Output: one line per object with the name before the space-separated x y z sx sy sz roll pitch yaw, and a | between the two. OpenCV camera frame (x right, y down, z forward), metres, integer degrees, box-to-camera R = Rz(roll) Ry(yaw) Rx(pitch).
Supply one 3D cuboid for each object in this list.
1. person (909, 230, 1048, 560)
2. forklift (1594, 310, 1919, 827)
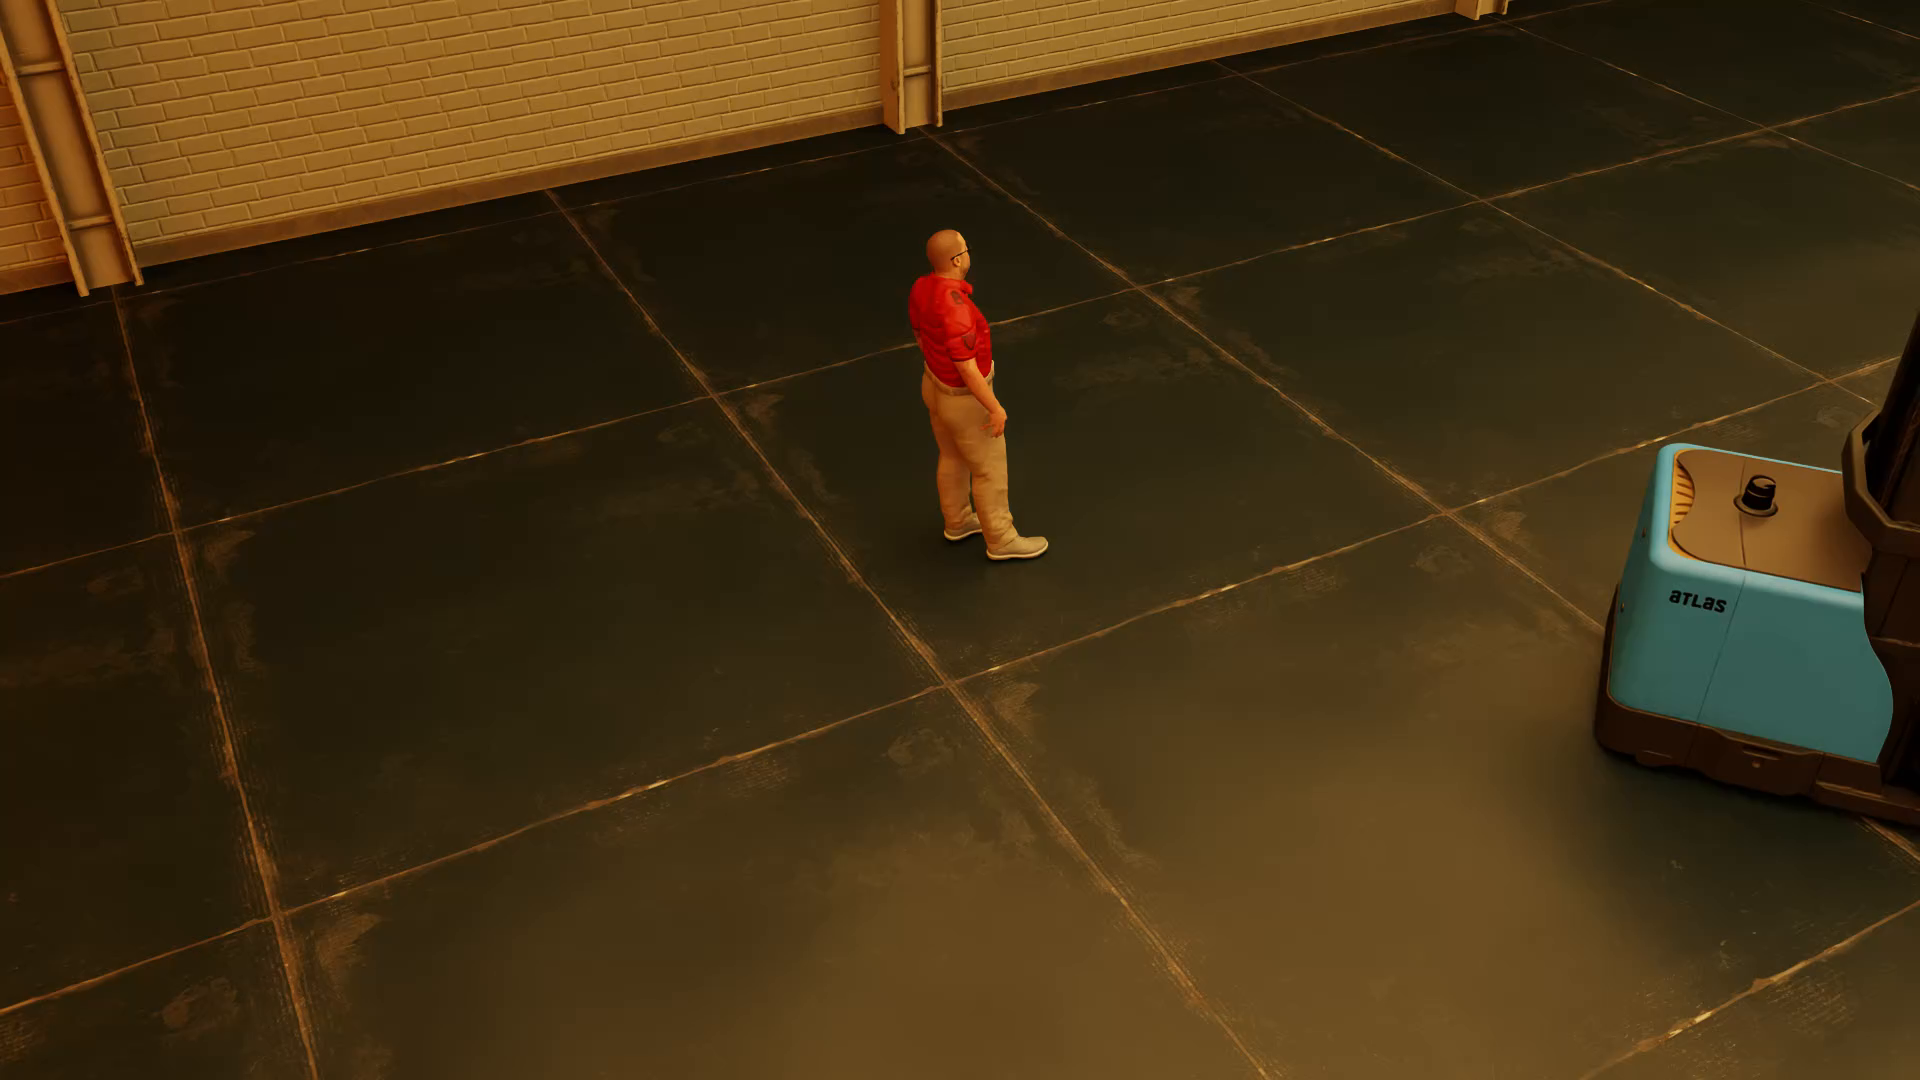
person | 0.085 -0.730 8.185 0.551 1.727 0.640 -17 39 -23
forklift | 4.365 -0.205 6.413 3.031 2.935 1.130 13 37 17
